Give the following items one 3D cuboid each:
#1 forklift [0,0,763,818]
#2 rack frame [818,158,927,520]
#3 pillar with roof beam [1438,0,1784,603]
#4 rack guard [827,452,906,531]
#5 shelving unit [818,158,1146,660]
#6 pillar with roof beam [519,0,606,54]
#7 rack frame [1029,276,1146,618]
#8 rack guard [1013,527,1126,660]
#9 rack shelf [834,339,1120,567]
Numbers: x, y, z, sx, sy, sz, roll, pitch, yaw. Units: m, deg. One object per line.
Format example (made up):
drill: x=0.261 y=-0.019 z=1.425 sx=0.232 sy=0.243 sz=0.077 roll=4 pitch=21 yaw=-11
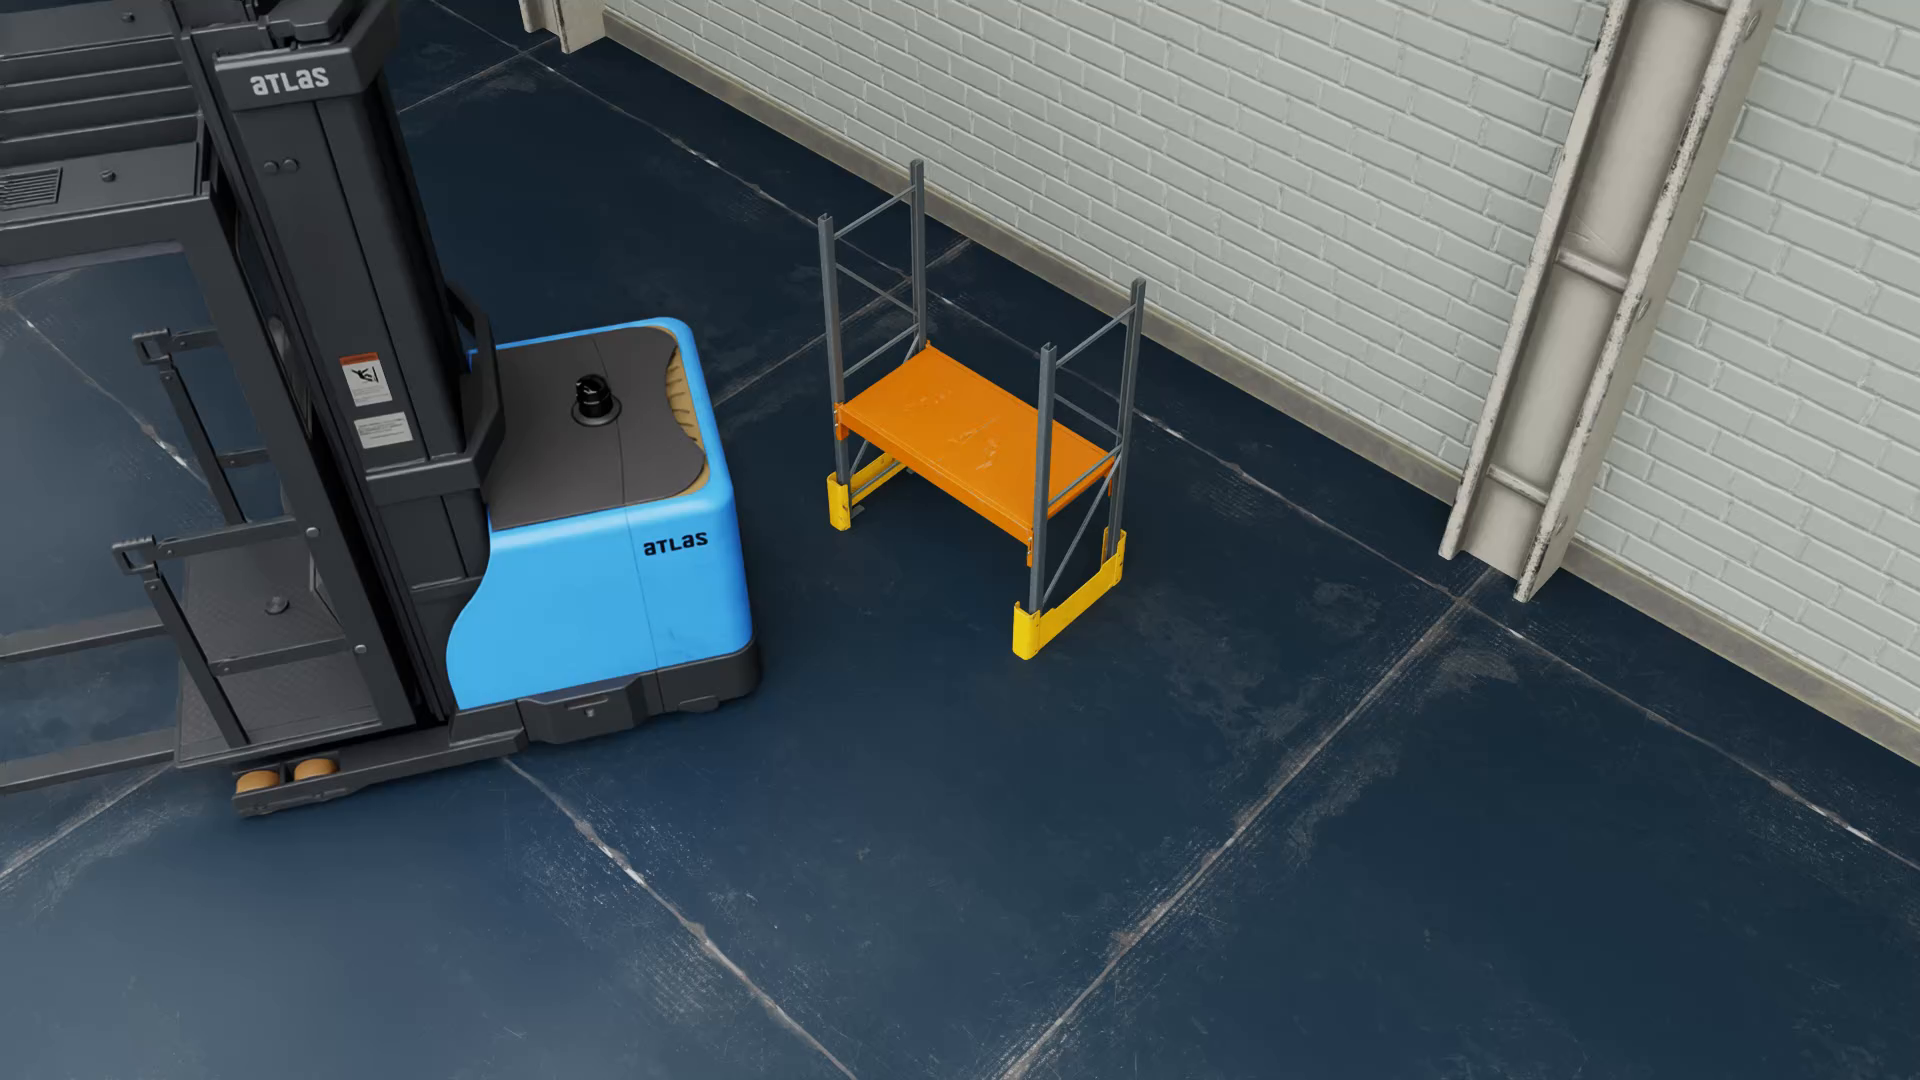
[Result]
forklift: x=-2.309 y=-0.470 z=5.181 sx=3.031 sy=2.935 sz=1.130 roll=-11 pitch=48 yaw=-11
rack frame: x=-0.311 y=-0.723 z=6.400 sx=0.032 sy=1.500 sz=0.500 roll=34 pitch=55 yaw=28
pillar with roof beam: x=-0.747 y=-0.704 z=1.238 sx=0.400 sy=9.000 sz=9.100 roll=34 pitch=55 yaw=28
rack guard: x=-0.310 y=-0.294 z=6.855 sx=0.087 sy=0.250 sz=0.587 roll=34 pitch=55 yaw=28
shelving unit: x=0.056 y=-0.476 z=6.168 sx=1.083 sy=1.500 sz=0.587 roll=34 pitch=55 yaw=28
pillar with roof beam: x=-5.156 y=-3.671 z=4.024 sx=0.400 sy=9.000 sz=9.100 roll=34 pitch=55 yaw=28
rack frame: x=0.436 y=-0.220 z=5.928 sx=0.032 sy=1.500 sz=0.500 roll=34 pitch=55 yaw=28
rack guard: x=0.422 y=0.198 z=6.392 sx=0.087 sy=0.250 sz=0.587 roll=34 pitch=55 yaw=28
rack shelf: x=0.063 y=-0.348 z=6.295 sx=1.000 sy=0.185 sz=0.538 roll=34 pitch=55 yaw=28
